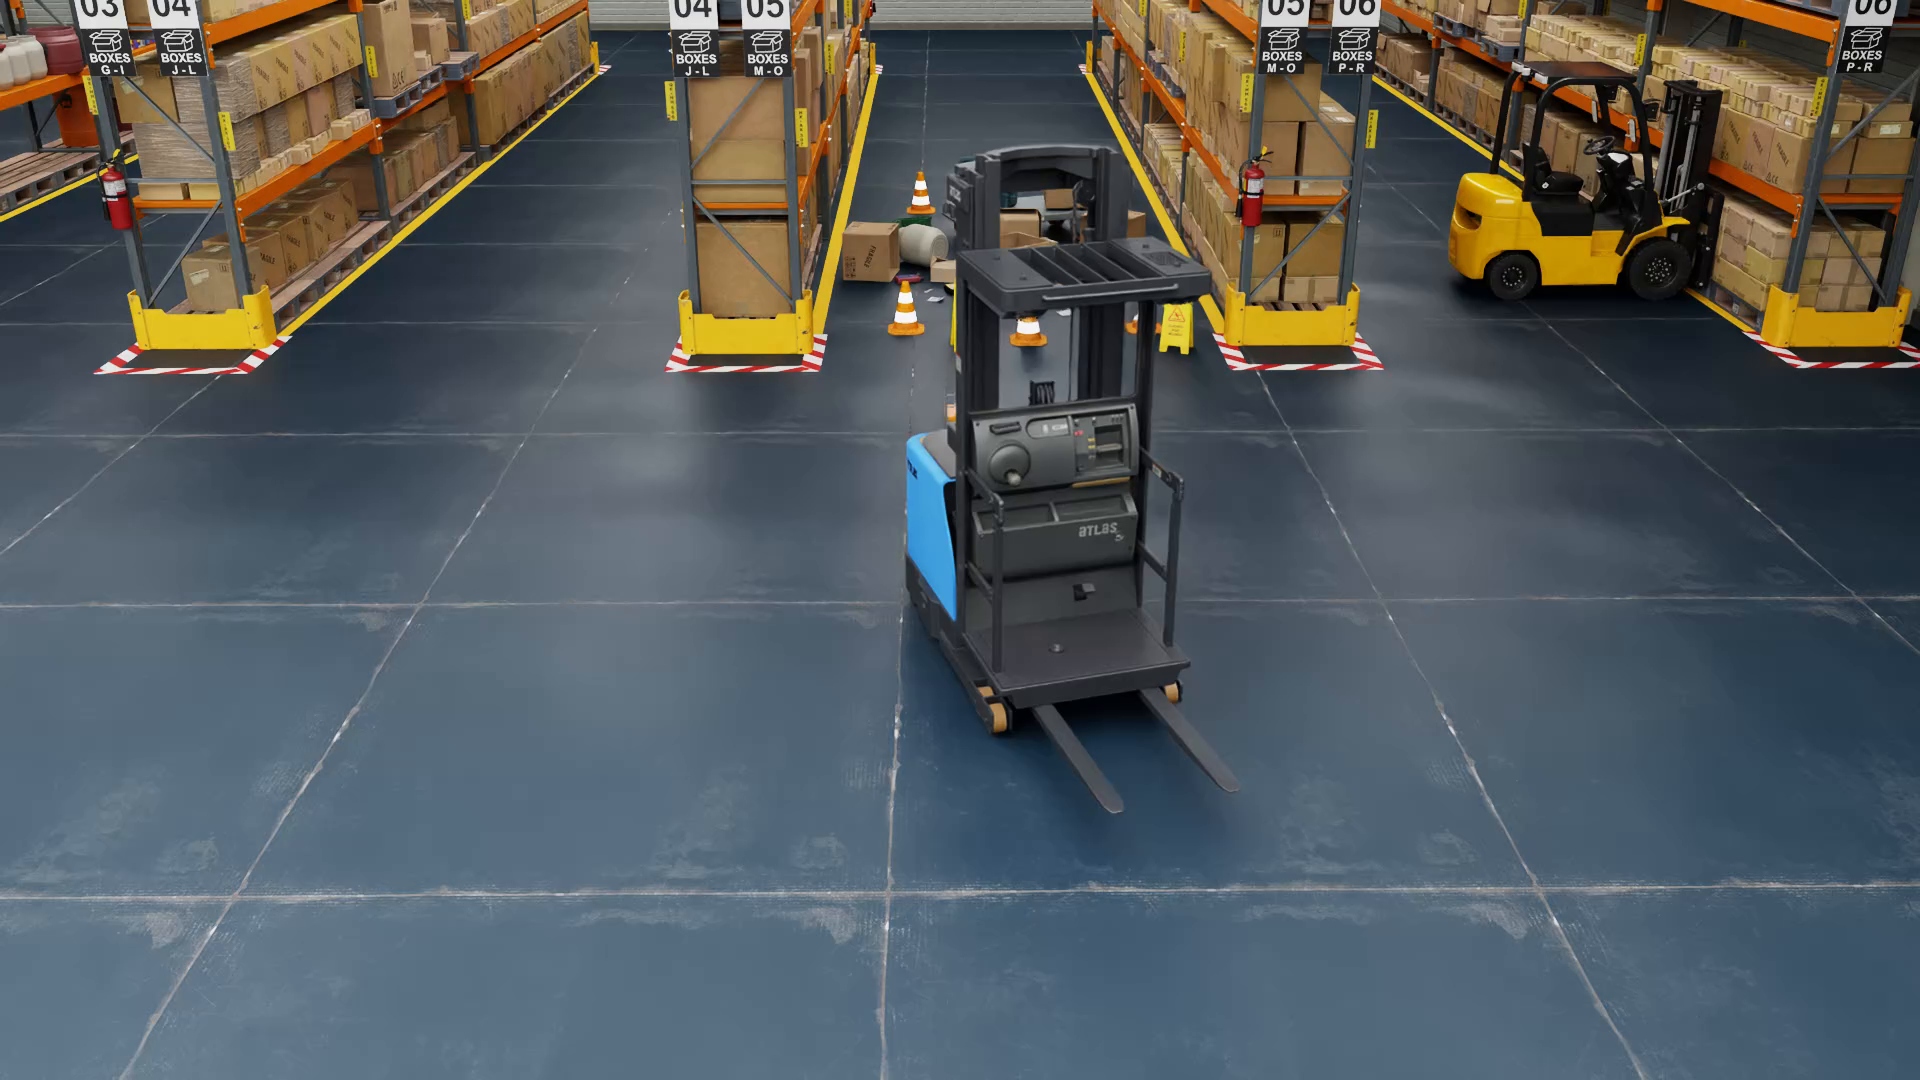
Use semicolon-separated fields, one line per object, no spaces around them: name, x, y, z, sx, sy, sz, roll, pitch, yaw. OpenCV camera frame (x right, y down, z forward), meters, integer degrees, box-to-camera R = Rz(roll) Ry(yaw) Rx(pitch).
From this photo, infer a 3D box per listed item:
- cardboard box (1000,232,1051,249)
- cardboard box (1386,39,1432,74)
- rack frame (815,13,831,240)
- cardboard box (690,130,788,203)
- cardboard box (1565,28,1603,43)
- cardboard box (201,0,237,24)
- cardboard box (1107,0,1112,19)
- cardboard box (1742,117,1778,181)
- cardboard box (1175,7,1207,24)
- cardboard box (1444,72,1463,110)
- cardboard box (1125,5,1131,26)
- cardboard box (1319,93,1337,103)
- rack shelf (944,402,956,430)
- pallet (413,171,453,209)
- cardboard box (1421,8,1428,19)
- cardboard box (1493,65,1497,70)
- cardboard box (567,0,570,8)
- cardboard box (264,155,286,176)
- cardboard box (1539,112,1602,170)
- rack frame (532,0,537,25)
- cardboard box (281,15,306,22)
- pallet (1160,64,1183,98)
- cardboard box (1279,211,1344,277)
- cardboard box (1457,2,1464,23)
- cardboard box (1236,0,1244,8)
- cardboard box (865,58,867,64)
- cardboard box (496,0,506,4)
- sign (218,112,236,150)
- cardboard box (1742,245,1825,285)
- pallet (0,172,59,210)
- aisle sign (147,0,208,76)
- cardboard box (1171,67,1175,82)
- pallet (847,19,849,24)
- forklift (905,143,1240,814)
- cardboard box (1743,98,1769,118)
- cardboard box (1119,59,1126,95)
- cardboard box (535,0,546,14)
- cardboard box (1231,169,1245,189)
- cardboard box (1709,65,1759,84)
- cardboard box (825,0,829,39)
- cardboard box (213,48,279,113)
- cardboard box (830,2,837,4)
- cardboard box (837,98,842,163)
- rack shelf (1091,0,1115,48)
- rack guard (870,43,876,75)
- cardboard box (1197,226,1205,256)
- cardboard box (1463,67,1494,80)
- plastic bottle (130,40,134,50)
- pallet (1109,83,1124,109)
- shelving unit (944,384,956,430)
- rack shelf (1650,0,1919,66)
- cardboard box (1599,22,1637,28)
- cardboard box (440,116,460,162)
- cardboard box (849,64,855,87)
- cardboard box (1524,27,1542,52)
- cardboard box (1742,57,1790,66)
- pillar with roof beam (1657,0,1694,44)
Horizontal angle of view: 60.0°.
cardboard box;0.479;-2.754;16.729;0.797;0.503;0.637;-19;31;-36
cardboard box;7.701;-8.244;28.361;0.700;0.500;0.500;1;24;2
rack frame;-1.963;-4.763;18.142;1.000;3.000;0.127;0;24;-1
cardboard box;-1.968;-3.336;14.805;0.875;0.550;0.550;0;24;-1
cardboard box;7.639;-6.176;20.357;0.380;0.149;0.250;0;24;1
cardboard box;-6.627;-4.633;14.395;0.500;0.250;0.500;0;24;1
cardboard box;2.627;-8.571;26.440;0.500;0.500;0.500;-1;24;-2
cardboard box;7.729;-3.664;15.590;0.500;0.500;0.500;0;24;1
cardboard box;2.708;-6.081;19.277;0.380;0.149;0.250;-1;24;-3
cardboard box;7.658;-6.780;25.126;0.500;0.500;0.500;-1;24;-1
cardboard box;2.642;-7.470;23.701;0.500;0.250;0.500;-1;24;-2
cardboard box;3.286;-3.980;15.928;0.500;0.500;0.500;-1;24;-2
rack shelf;-0.001;-0.749;10.970;0.215;0.259;0.240;0;24;-1
pallet;-6.950;-4.337;20.583;1.003;0.211;1.213;0;24;-1
cardboard box;7.554;-8.378;26.438;0.380;0.149;0.250;0;24;1
cardboard box;8.203;-7.031;24.893;0.380;0.149;0.250;-1;24;-3
cardboard box;-6.705;-8.940;27.682;0.380;0.149;0.250;0;24;0
cardboard box;-6.635;-3.551;15.766;0.380;0.149;0.250;0;24;-1
cardboard box;7.914;-5.083;21.220;0.875;0.625;0.625;1;24;1
rack frame;-7.011;-8.079;25.474;1.000;3.000;0.127;0;24;-1
cardboard box;-7.173;-5.233;17.485;0.500;0.500;0.500;0;24;-1
pallet;3.005;-5.573;20.164;1.003;0.211;1.213;0;24;-1
cardboard box;3.297;-2.803;15.724;0.500;0.500;0.500;-1;24;-2
cardboard box;7.493;-7.704;24.297;0.396;0.266;0.258;1;24;2
cardboard box;2.755;-4.996;15.322;0.380;0.149;0.250;0;24;-1
cardboard box;-1.776;-8.093;28.092;0.380;0.149;0.250;0;24;0
cardboard box;-7.000;-8.036;24.039;0.797;0.503;0.637;0;24;0
sign;-6.337;-3.532;14.368;0.100;0.325;0.005;0;24;-1
cardboard box;7.675;-2.568;15.509;0.500;0.250;0.500;-1;24;-1
pallet;-11.940;-4.317;20.540;1.003;0.211;1.213;0;24;-1
aisle sign;-6.579;-4.295;13.952;0.394;0.787;0.004;0;24;-1
cardboard box;2.674;-5.435;19.422;0.380;0.149;0.250;0;24;0
pallet;-2.187;-7.657;24.773;1.003;0.211;1.213;0;24;-1
forklift;0.586;-0.477;8.748;1.130;2.935;3.031;-7;25;-16
cardboard box;7.693;-4.110;15.789;0.380;0.149;0.250;-1;24;-2
cardboard box;2.999;-7.407;26.587;0.875;0.438;0.875;-1;24;-1
cardboard box;-6.754;-8.341;25.874;0.500;0.250;0.500;-1;24;-2
cardboard box;2.698;-3.322;15.259;0.380;0.149;0.250;-1;24;-1
cardboard box;7.749;-4.665;16.654;0.380;0.149;0.250;0;24;-1
cardboard box;-2.004;-6.519;20.690;0.700;0.500;0.500;-1;24;-1
cardboard box;-6.612;-4.205;15.212;0.500;0.500;0.500;0;24;-1
cardboard box;-1.824;-7.272;22.762;0.380;0.149;0.250;-1;24;-3
cardboard box;-2.090;-5.327;21.608;1.050;0.750;0.750;-1;24;-1
rack shelf;2.877;-8.620;27.543;1.077;0.370;4.000;0;24;-1
rack guard;-2.093;-8.538;29.521;1.175;0.500;0.348;0;24;-1
cardboard box;2.748;-3.083;17.254;0.500;0.250;0.500;-1;24;-1
cardboard box;7.676;-6.911;24.628;0.380;0.149;0.250;0;24;-1
plastic bottle;-11.585;-6.959;23.152;0.097;0.271;0.097;0;24;0
pallet;2.969;-7.167;26.841;1.003;0.211;1.213;0;24;-1
shelving unit;-0.001;-0.500;11.082;0.215;1.050;0.252;0;24;-1
rack shelf;7.971;-5.066;16.044;1.077;0.370;4.000;0;24;-1
cardboard box;8.240;-6.392;20.835;0.380;0.149;0.250;-1;24;-2
cardboard box;-6.940;-5.217;21.644;0.700;0.500;0.500;-2;24;-3
cardboard box;-1.777;-6.719;24.079;0.500;0.250;0.500;-1;24;-3
cardboard box;7.641;-6.475;21.502;0.500;0.250;0.500;0;24;-1
cardboard box;8.298;-4.882;17.135;0.380;0.149;0.250;-1;24;-2
pillar with roof beam;4.516;-8.680;19.523;9.100;9.000;0.400;0;24;-1
